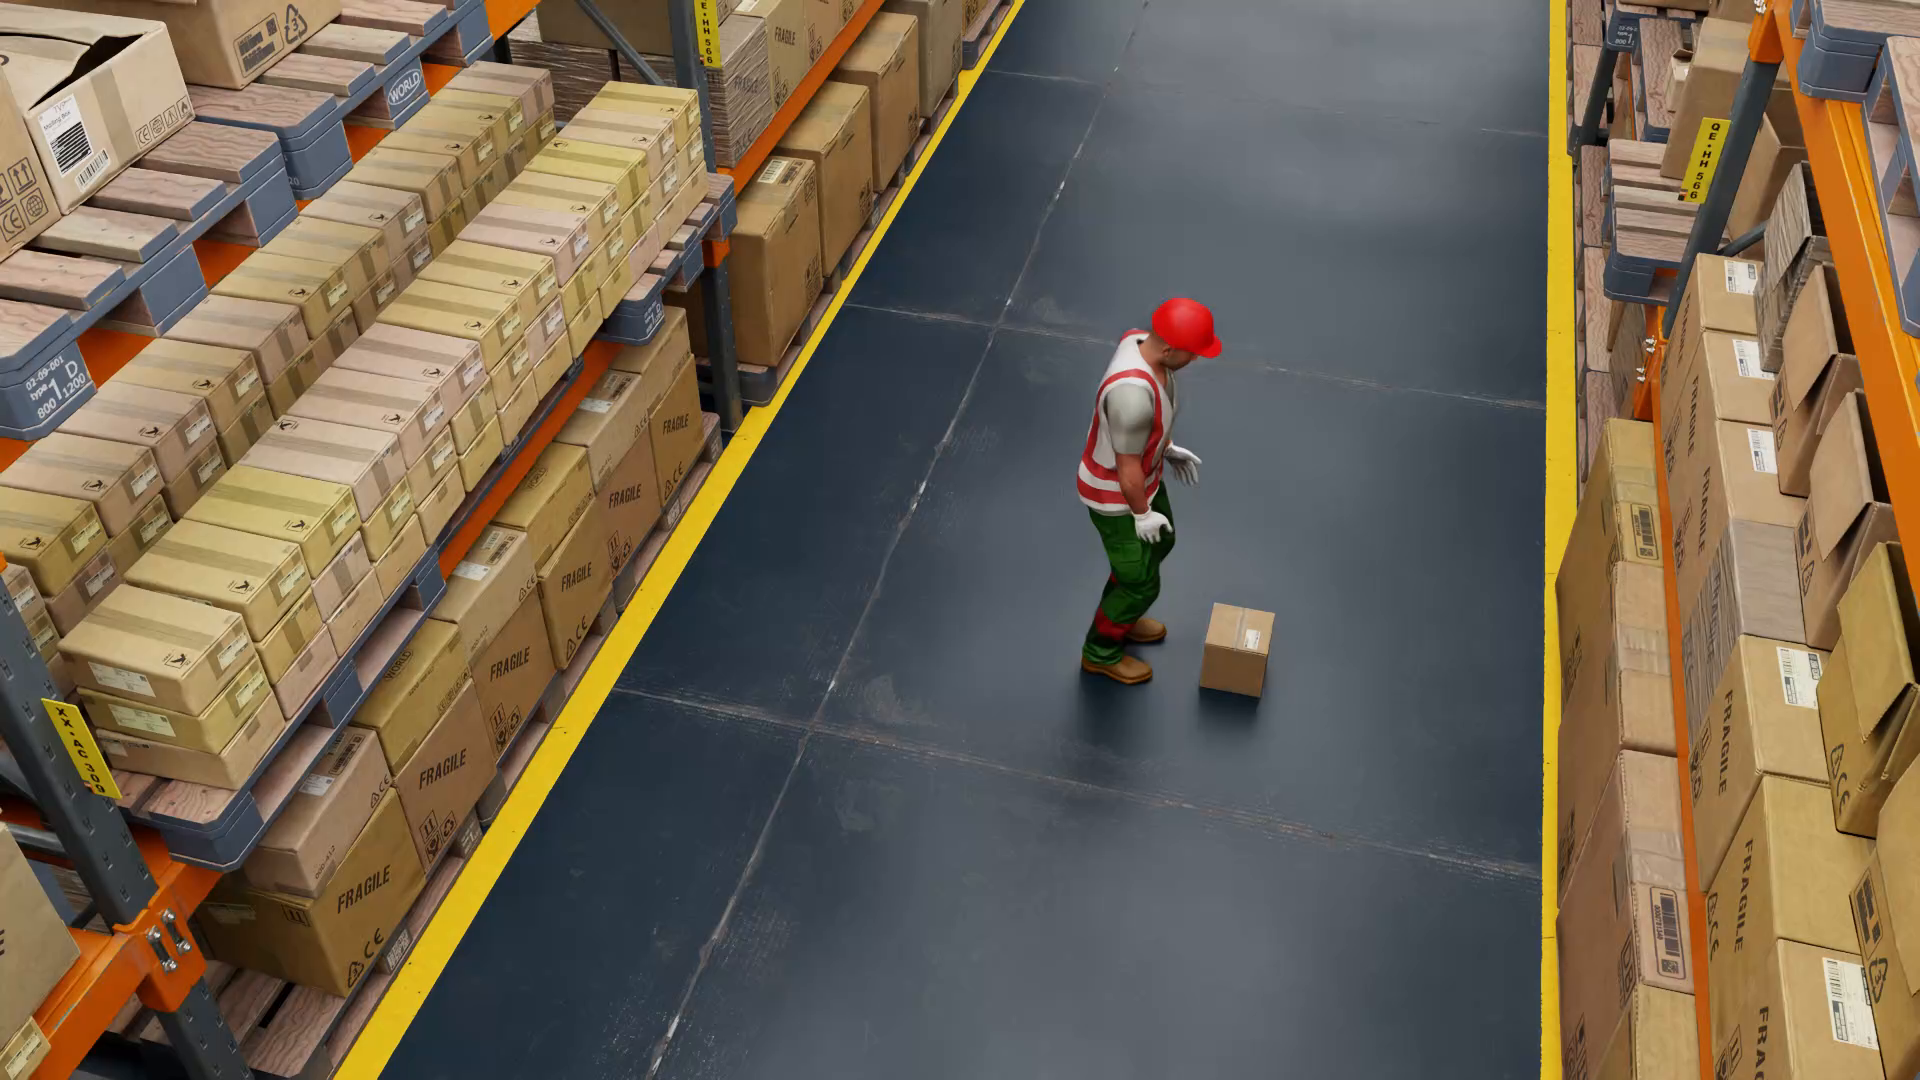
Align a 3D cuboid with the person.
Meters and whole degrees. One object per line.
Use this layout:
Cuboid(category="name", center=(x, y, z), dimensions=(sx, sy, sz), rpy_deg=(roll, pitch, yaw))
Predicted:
Cuboid(category="person", center=(0.704, -0.206, 6.431), dimensions=(0.477, 1.724, 0.547), rpy_deg=(11, 42, 12))
